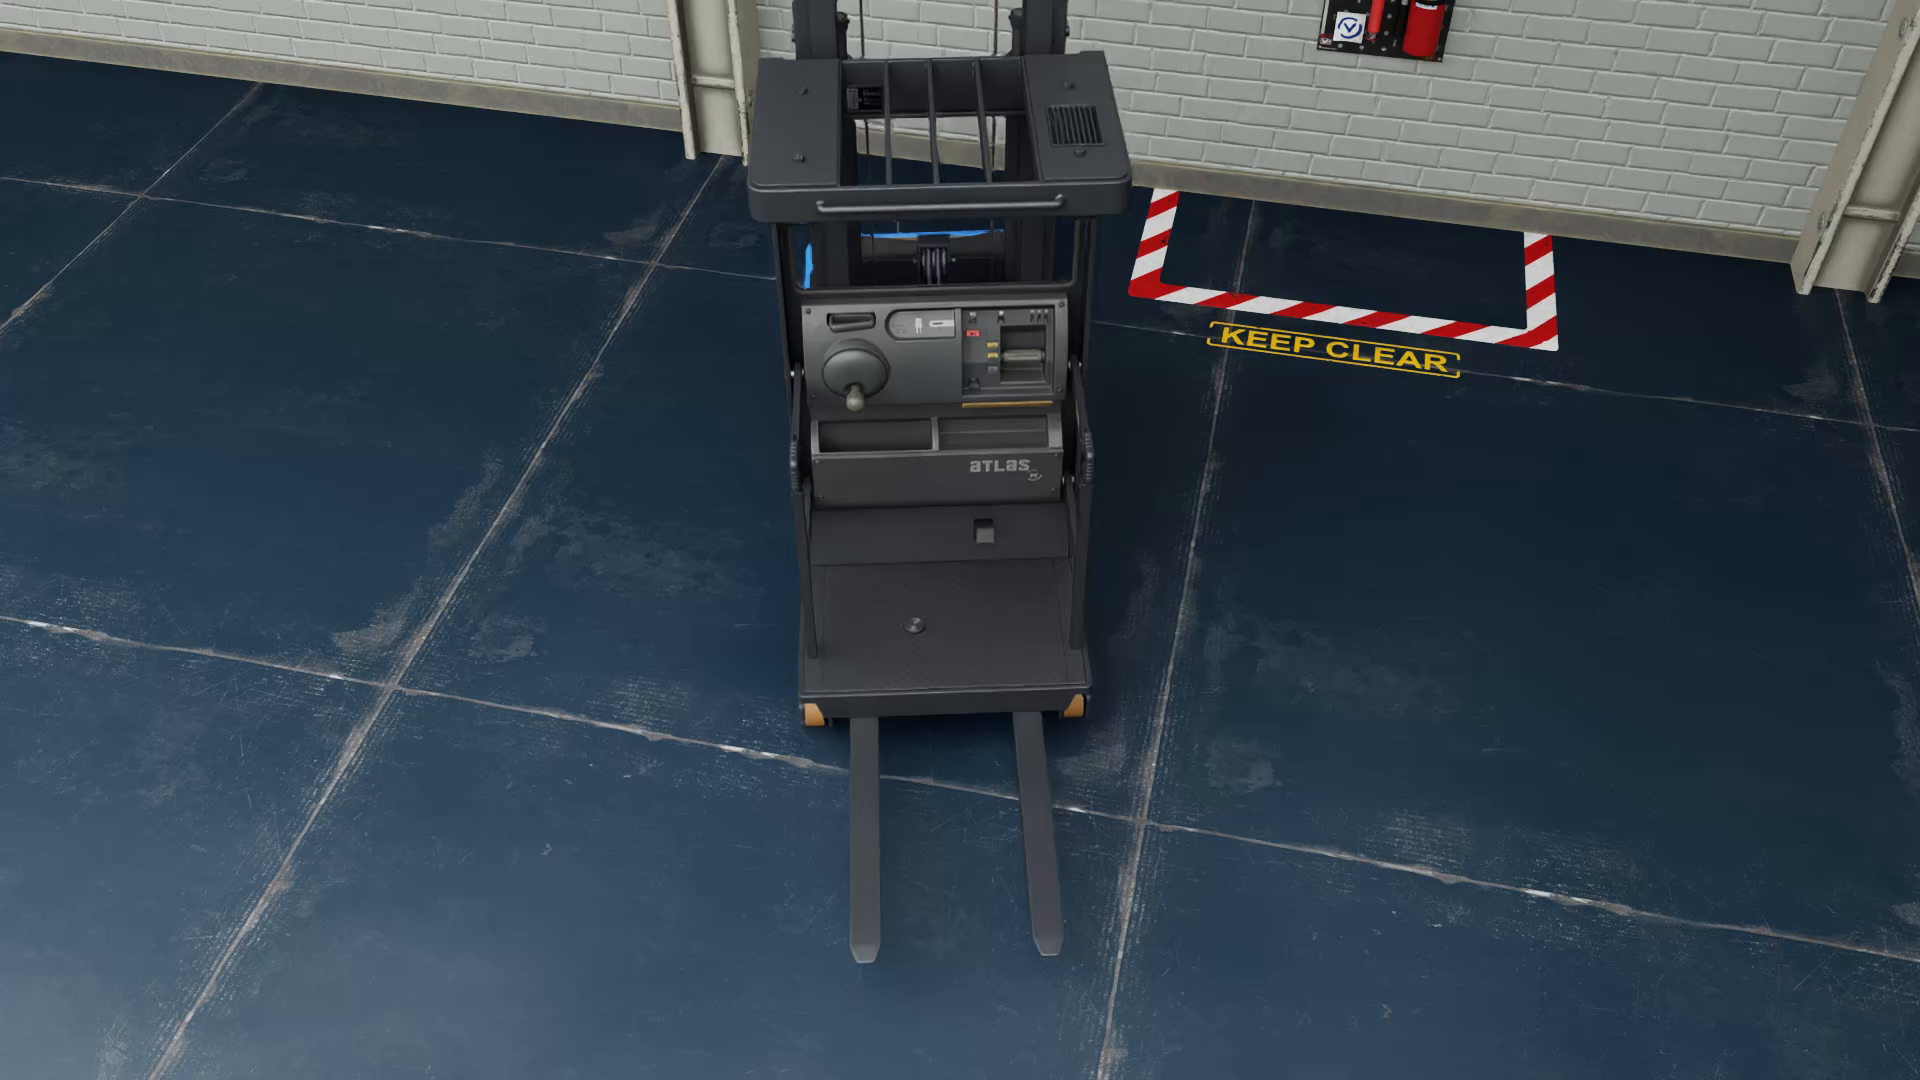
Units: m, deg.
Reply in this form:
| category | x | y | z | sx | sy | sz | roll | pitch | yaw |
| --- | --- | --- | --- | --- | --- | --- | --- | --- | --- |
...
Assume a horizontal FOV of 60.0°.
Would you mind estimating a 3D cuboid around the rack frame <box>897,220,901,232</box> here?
| category | x | y | z | sx | sy | sz | roll | pitch | yaw |
| --- | --- | --- | --- | --- | --- | --- | --- | --- | --- |
| rack frame | -0.221 | -1.039 | 7.641 | 0.006 | 0.900 | 0.240 | -21 | 48 | -21 |

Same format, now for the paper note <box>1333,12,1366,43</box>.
| category | x | y | z | sx | sy | sz | roll | pitch | yaw |
| --- | --- | --- | --- | --- | --- | --- | --- | --- | --- |
| paper note | 1.959 | -2.576 | 8.358 | 0.142 | 0.148 | 0.016 | 9 | 45 | 9 |

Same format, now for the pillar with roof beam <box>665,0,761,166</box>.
| category | x | y | z | sx | sy | sz | roll | pitch | yaw |
| --- | --- | --- | --- | --- | --- | --- | --- | --- | --- |
| pillar with roof beam | -2.276 | -2.576 | 3.397 | 0.400 | 9.000 | 9.100 | 9 | 45 | 9 |

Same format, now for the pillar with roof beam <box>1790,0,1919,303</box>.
| category | x | y | z | sx | sy | sz | roll | pitch | yaw |
| --- | --- | --- | --- | --- | --- | --- | --- | --- | --- |
| pillar with roof beam | 3.580 | -1.668 | 2.454 | 0.400 | 9.000 | 9.100 | 9 | 45 | 9 |

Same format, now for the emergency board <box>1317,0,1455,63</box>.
| category | x | y | z | sx | sy | sz | roll | pitch | yaw |
| --- | --- | --- | --- | --- | --- | --- | --- | --- | --- |
| emergency board | 2.116 | -2.820 | 7.976 | 0.643 | 1.169 | 0.194 | 9 | 45 | 9 |

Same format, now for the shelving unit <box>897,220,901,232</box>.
| category | x | y | z | sx | sy | sz | roll | pitch | yaw |
| --- | --- | --- | --- | --- | --- | --- | --- | --- | --- |
| shelving unit | -0.309 | -1.004 | 7.605 | 0.210 | 0.900 | 0.258 | -21 | 48 | -21 |

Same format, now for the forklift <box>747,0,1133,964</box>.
| category | x | y | z | sx | sy | sz | roll | pitch | yaw |
| --- | --- | --- | --- | --- | --- | --- | --- | --- | --- |
| forklift | -0.073 | -0.568 | 5.687 | 1.130 | 2.935 | 3.031 | -2 | 44 | -2 |
